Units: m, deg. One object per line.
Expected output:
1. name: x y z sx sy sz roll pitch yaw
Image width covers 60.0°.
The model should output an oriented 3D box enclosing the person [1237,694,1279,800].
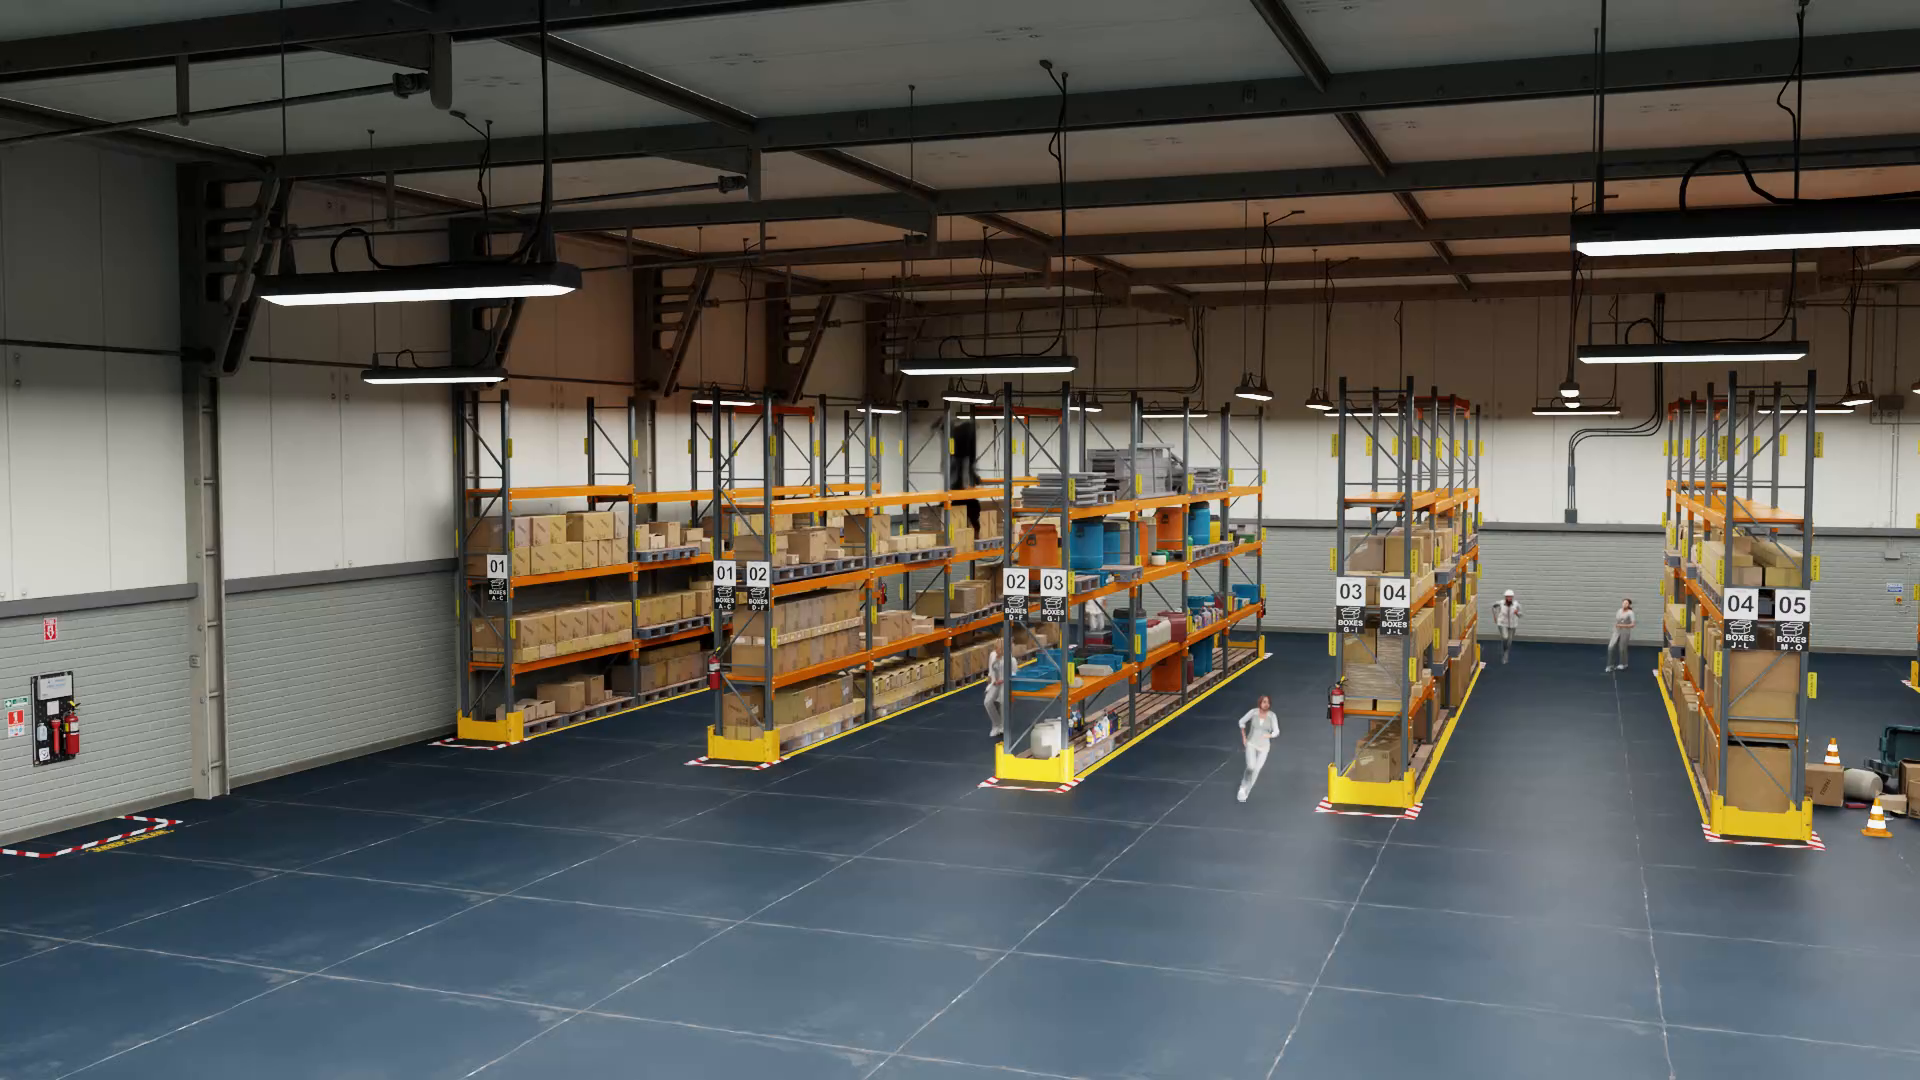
1. person: 4.211 2.933 23.479 0.574 1.525 0.583 0 3 2

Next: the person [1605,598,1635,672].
1. person: 14.898 2.140 37.316 0.677 1.698 0.583 -3 4 -41

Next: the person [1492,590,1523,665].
1. person: 12.649 2.007 38.591 0.556 1.740 0.922 0 3 4

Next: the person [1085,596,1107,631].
1. person: 3.393 1.844 41.858 0.731 1.727 0.534 -1 3 -19

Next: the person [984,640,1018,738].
1. person: 0.773 2.564 28.963 0.718 1.685 0.886 2 4 32
